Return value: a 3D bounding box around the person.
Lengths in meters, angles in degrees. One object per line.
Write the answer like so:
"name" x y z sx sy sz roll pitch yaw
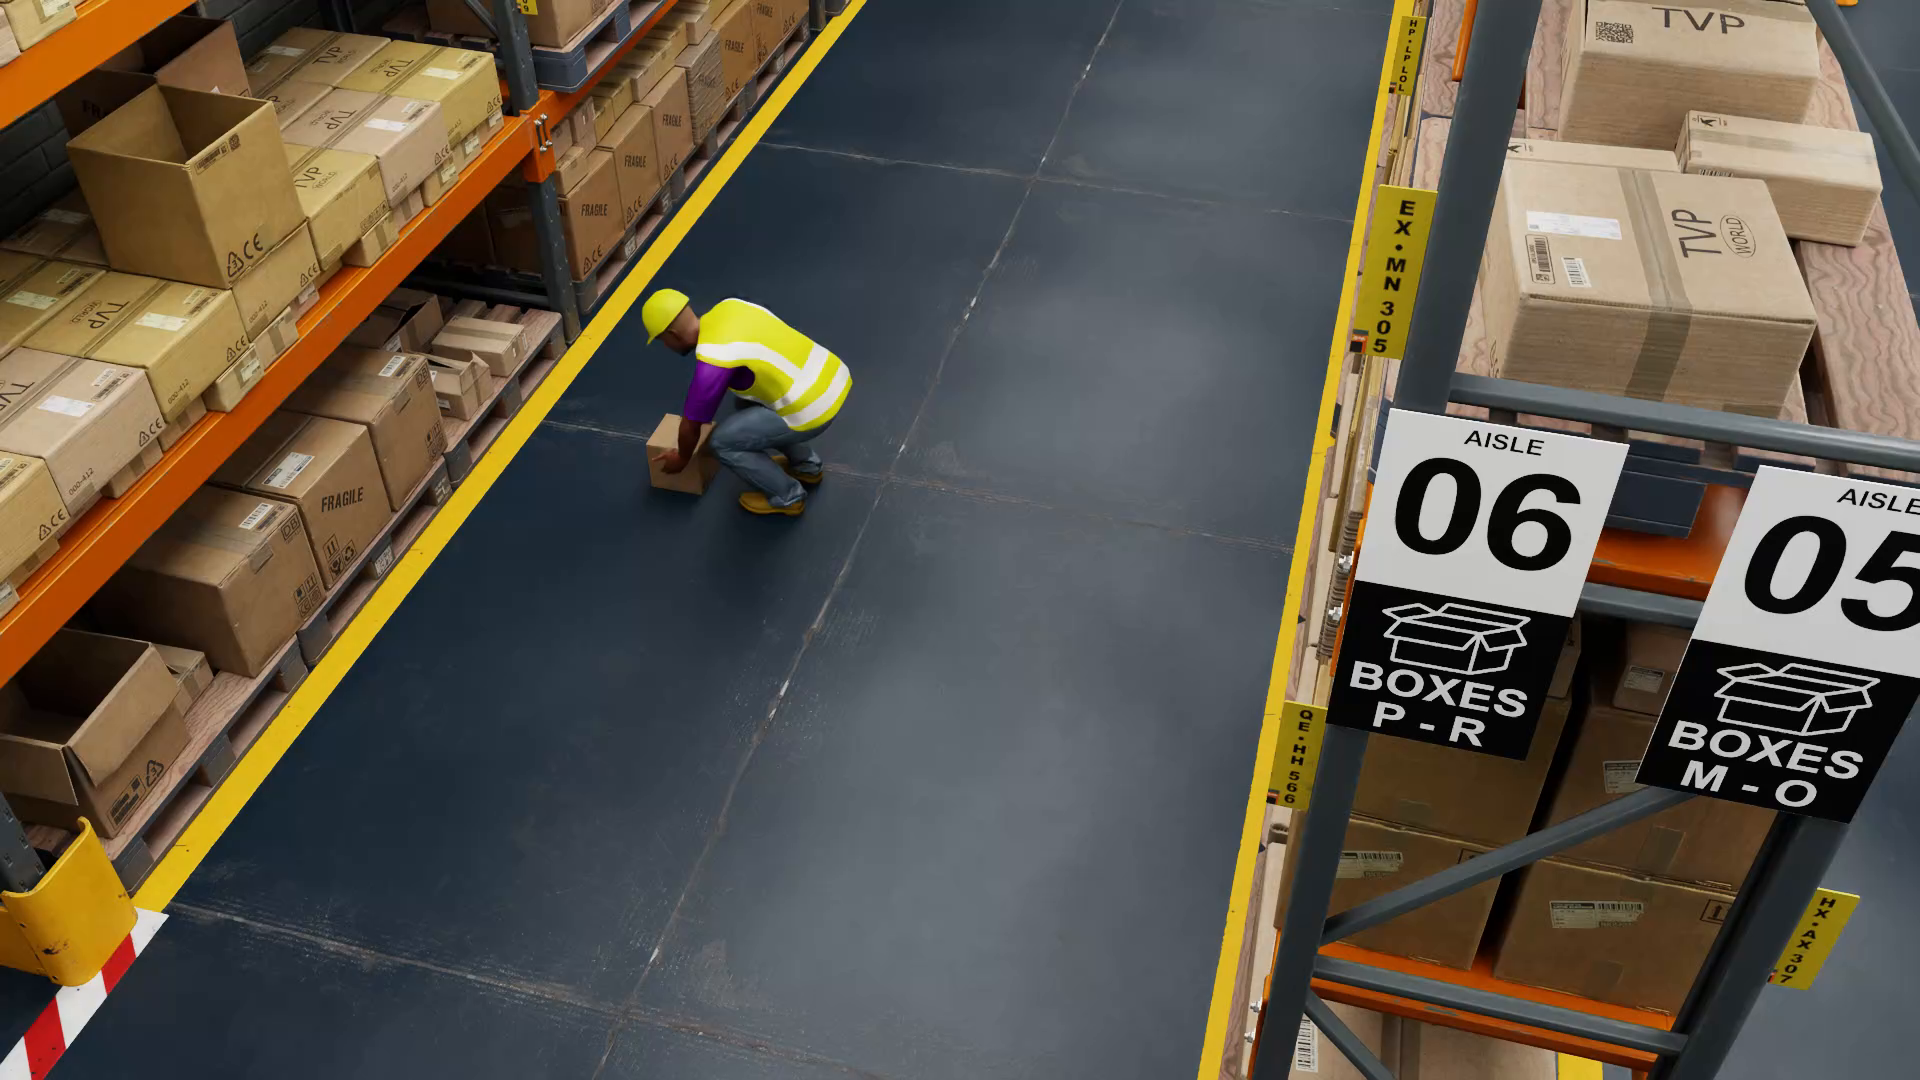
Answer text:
"person" -0.940 -0.615 7.395 0.880 1.063 0.597 10 42 11
